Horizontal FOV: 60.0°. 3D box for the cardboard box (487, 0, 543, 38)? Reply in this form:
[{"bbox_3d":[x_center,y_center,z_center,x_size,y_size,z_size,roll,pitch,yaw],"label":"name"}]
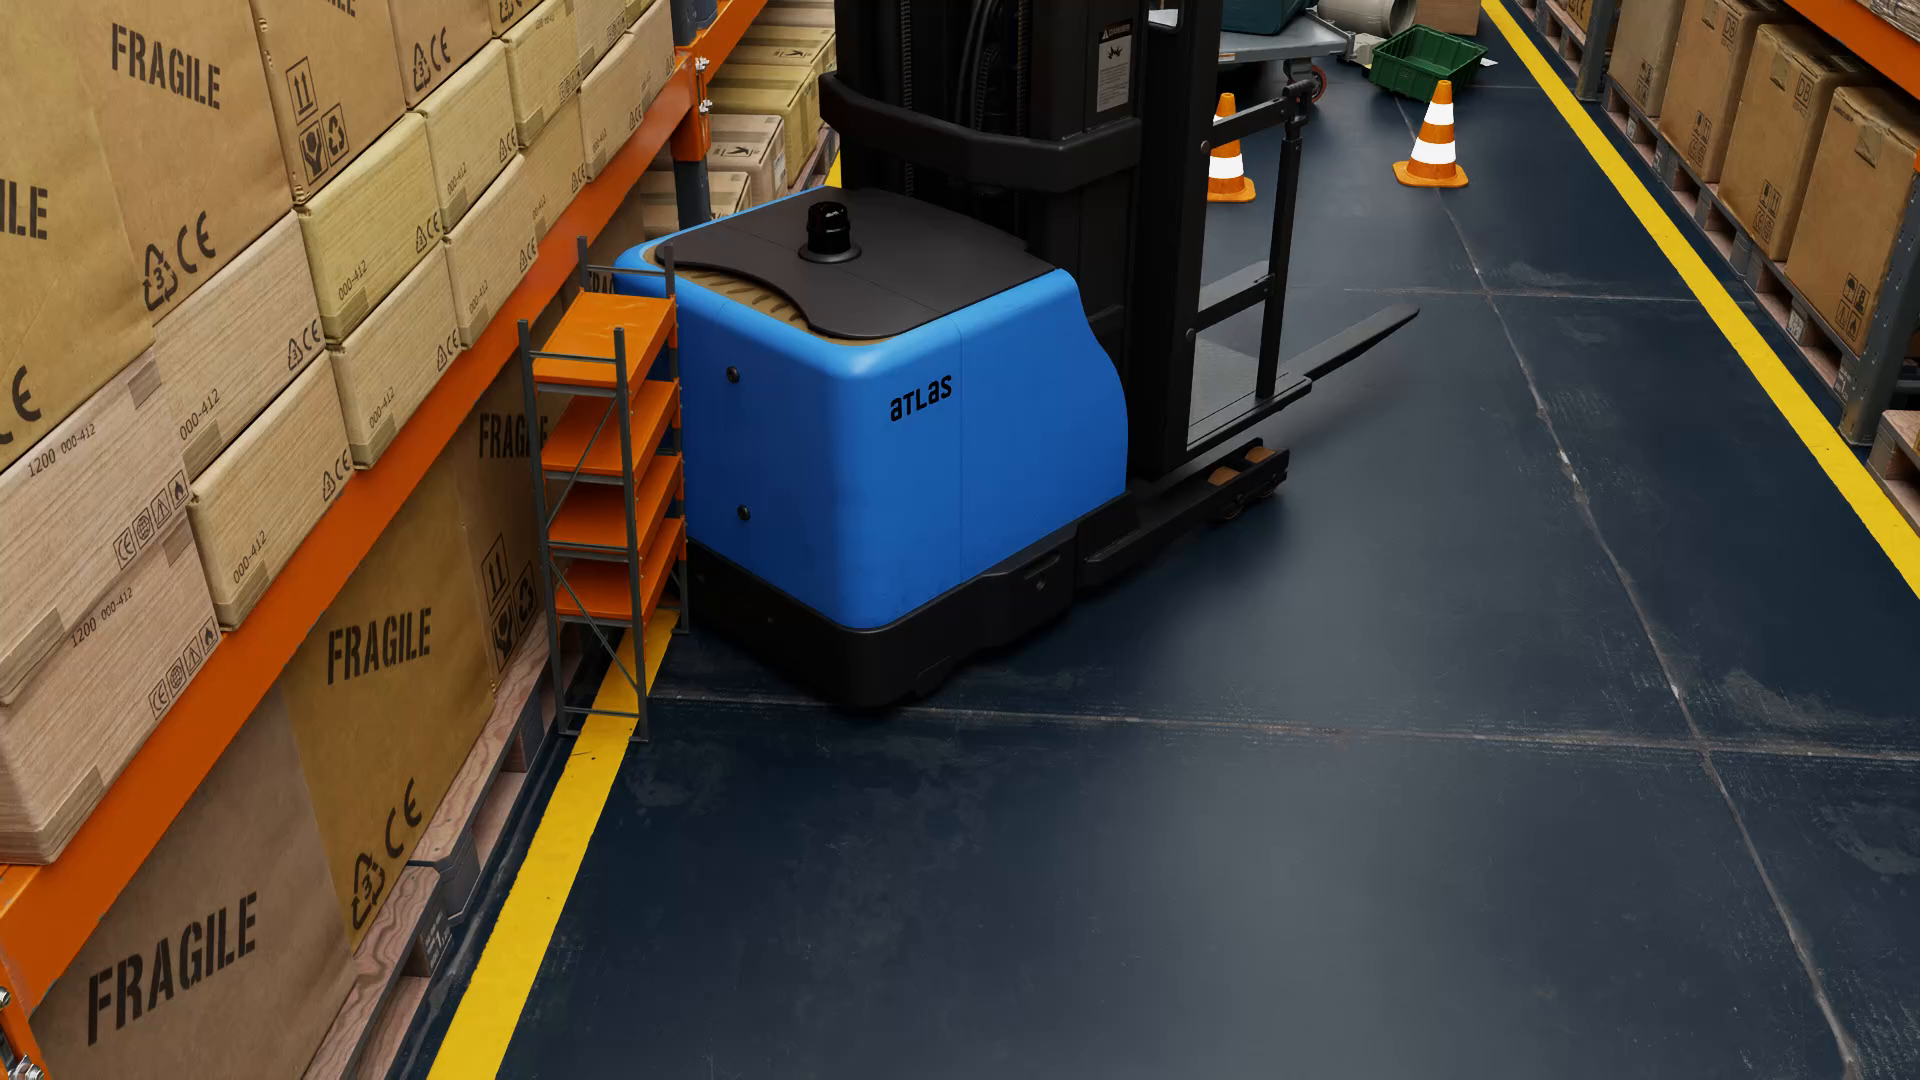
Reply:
[{"bbox_3d":[-1.214,-1.425,3.655,0.500,0.500,0.500,2,32,4],"label":"cardboard box"}]

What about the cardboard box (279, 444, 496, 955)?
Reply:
[{"bbox_3d":[-1.641,0.251,3.609,0.875,0.875,0.875,3,32,5],"label":"cardboard box"}]

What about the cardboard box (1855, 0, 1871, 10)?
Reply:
[{"bbox_3d":[3.401,-2.158,5.797,0.500,0.500,0.500,2,32,4],"label":"cardboard box"}]

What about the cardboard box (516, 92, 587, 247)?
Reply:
[{"bbox_3d":[-1.217,-0.897,3.989,0.500,0.250,0.500,2,32,3],"label":"cardboard box"}]

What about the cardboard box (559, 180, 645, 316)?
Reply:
[{"bbox_3d":[-1.491,-0.683,5.124,0.875,0.875,0.875,2,32,4],"label":"cardboard box"}]

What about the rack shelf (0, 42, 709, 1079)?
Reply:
[{"bbox_3d":[-1.515,-0.414,3.749,1.077,0.370,4.000,2,32,4],"label":"rack shelf"}]

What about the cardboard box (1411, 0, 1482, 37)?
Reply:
[{"bbox_3d":[3.019,-3.492,10.437,0.500,0.500,0.500,8,32,12],"label":"cardboard box"}]

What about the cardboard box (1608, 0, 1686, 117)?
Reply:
[{"bbox_3d":[3.955,-2.592,8.341,1.050,0.750,0.750,2,32,4],"label":"cardboard box"}]

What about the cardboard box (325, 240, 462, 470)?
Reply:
[{"bbox_3d":[-1.280,-0.368,3.131,0.500,0.250,0.500,2,32,4],"label":"cardboard box"}]

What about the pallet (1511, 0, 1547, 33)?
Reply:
[{"bbox_3d":[4.152,-3.546,10.803,1.003,0.211,1.213,2,32,4],"label":"pallet"}]

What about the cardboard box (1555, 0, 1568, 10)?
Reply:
[{"bbox_3d":[4.106,-3.771,10.135,0.875,0.875,0.875,3,32,4],"label":"cardboard box"}]

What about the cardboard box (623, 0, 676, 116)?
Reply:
[{"bbox_3d":[-1.134,-1.427,4.849,0.500,0.250,0.500,1,32,2],"label":"cardboard box"}]

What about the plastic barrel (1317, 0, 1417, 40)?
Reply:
[{"bbox_3d":[2.479,-3.261,10.139,0.512,0.421,0.421,27,41,37],"label":"plastic barrel"}]

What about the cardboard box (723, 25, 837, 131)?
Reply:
[{"bbox_3d":[-1.121,-2.268,8.175,0.950,0.372,0.625,4,32,7],"label":"cardboard box"}]

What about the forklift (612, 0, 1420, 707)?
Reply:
[{"bbox_3d":[0.435,-1.483,4.862,1.130,2.935,3.031,27,41,36],"label":"forklift"}]

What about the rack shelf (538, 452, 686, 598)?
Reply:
[{"bbox_3d":[-0.891,-0.057,4.305,0.258,0.148,0.480,5,33,2],"label":"rack shelf"}]

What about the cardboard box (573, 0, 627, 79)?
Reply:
[{"bbox_3d":[-1.176,-1.383,4.302,0.500,0.250,0.500,2,32,3],"label":"cardboard box"}]

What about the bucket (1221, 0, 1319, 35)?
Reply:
[{"bbox_3d":[1.629,-3.123,9.129,0.726,0.611,0.620,14,44,21],"label":"bucket"}]

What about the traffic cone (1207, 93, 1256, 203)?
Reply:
[{"bbox_3d":[1.241,-1.875,7.852,0.336,0.463,0.334,2,32,4],"label":"traffic cone"}]

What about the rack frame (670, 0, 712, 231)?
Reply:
[{"bbox_3d":[-1.352,-1.766,5.257,1.000,3.000,0.127,2,32,4],"label":"rack frame"}]

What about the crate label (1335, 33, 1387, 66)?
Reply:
[{"bbox_3d":[2.373,-2.899,9.823,0.298,0.136,0.250,-20,37,-29],"label":"crate label"}]

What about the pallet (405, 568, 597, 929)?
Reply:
[{"bbox_3d":[-1.593,0.466,4.293,1.003,0.211,1.213,2,32,4],"label":"pallet"}]

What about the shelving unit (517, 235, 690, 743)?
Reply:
[{"bbox_3d":[-0.888,-0.114,4.268,0.258,1.200,0.503,5,33,2],"label":"shelving unit"}]

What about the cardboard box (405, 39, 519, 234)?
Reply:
[{"bbox_3d":[-1.239,-0.843,3.425,0.500,0.250,0.500,2,32,2],"label":"cardboard box"}]

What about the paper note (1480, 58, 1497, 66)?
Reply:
[{"bbox_3d":[3.068,-2.826,9.806,0.147,0.020,0.142,-20,37,-29],"label":"paper note"}]

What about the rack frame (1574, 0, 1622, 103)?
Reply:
[{"bbox_3d":[3.916,-3.699,8.394,1.000,3.000,0.127,2,32,4],"label":"rack frame"}]

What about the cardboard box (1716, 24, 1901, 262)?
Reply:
[{"bbox_3d":[3.797,-1.601,6.732,1.050,0.750,0.750,3,32,5],"label":"cardboard box"}]

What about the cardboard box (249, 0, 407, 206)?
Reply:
[{"bbox_3d":[-1.298,-0.890,2.787,0.500,0.500,0.500,2,32,3],"label":"cardboard box"}]

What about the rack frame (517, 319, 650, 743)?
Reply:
[{"bbox_3d":[-0.908,0.018,4.064,0.240,1.200,0.015,5,33,2],"label":"rack frame"}]

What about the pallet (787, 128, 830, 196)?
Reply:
[{"bbox_3d":[-1.185,-1.624,7.684,1.003,0.211,1.213,2,32,4],"label":"pallet"}]

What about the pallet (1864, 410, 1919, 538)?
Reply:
[{"bbox_3d":[3.525,-0.012,5.068,1.003,0.211,1.213,2,32,4],"label":"pallet"}]

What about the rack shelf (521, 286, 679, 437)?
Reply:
[{"bbox_3d":[-0.866,-0.443,4.055,0.258,0.148,0.480,5,33,2],"label":"rack shelf"}]

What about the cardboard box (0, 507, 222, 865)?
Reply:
[{"bbox_3d":[-1.378,0.170,2.258,0.500,0.250,0.500,2,32,3],"label":"cardboard box"}]

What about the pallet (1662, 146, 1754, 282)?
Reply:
[{"bbox_3d":[3.831,-1.466,7.428,1.003,0.211,1.213,2,32,4],"label":"pallet"}]

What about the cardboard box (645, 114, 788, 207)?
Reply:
[{"bbox_3d":[-1.244,-1.508,6.942,0.950,0.372,0.625,2,32,3],"label":"cardboard box"}]

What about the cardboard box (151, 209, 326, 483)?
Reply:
[{"bbox_3d":[-1.346,-0.316,2.570,0.500,0.250,0.500,3,32,5],"label":"cardboard box"}]

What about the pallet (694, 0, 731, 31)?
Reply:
[{"bbox_3d":[-1.400,-2.062,5.920,1.213,0.211,1.003,2,32,4],"label":"pallet"}]

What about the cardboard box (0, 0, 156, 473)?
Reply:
[{"bbox_3d":[-1.355,-0.361,1.928,0.500,0.500,0.500,3,32,5],"label":"cardboard box"}]
